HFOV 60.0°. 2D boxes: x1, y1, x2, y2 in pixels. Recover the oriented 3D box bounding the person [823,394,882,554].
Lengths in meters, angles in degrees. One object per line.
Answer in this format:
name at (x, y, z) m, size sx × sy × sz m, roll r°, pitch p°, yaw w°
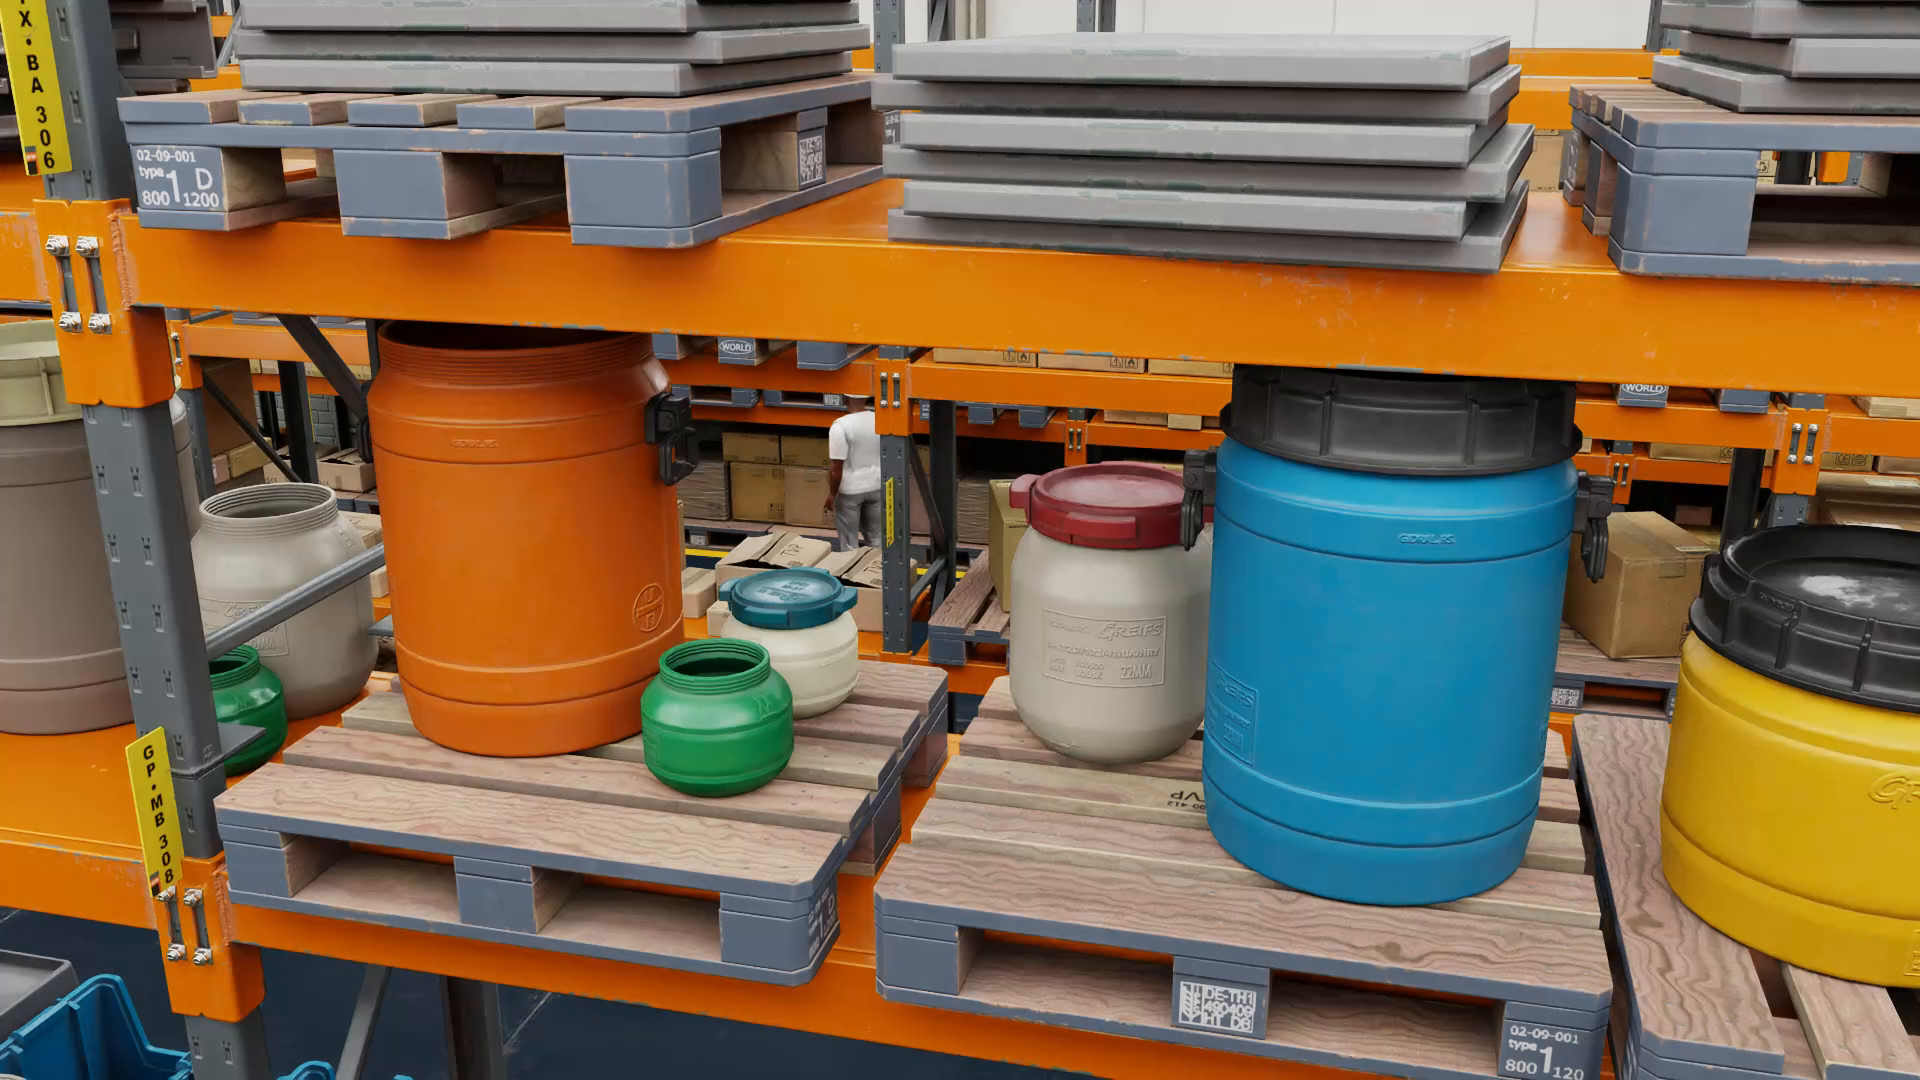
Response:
person at (-0.792, -0.391, 12.704) m, size 0.566 × 1.771 × 0.372 m, roll -13°, pitch 22°, yaw -34°
